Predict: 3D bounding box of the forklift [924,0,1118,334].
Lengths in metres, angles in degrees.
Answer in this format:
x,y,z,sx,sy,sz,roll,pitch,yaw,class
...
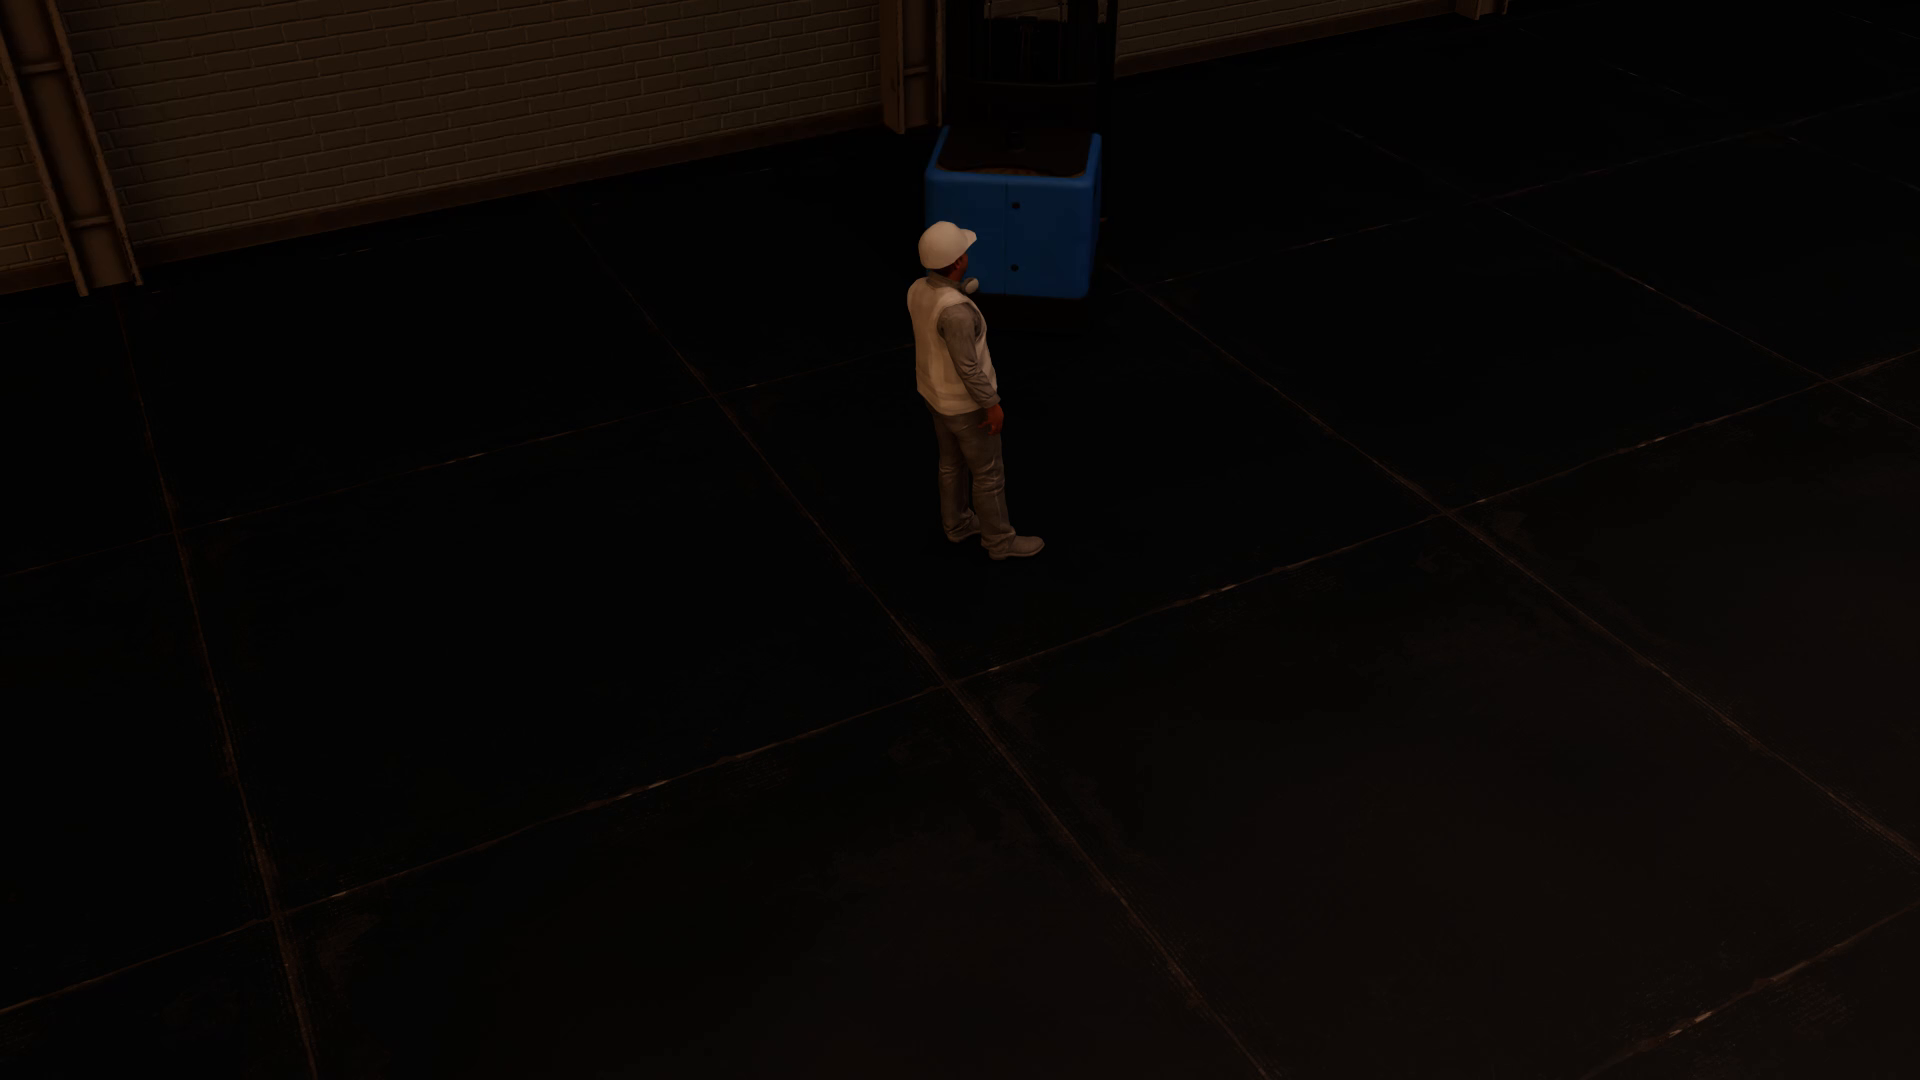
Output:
x,y,z,sx,sy,sz,roll,pitch,yaw,class
0.485,-3.318,10.817,1.130,2.935,3.031,5,36,6,forklift

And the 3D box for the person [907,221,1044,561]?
x,y,z,sx,sy,sz,roll,pitch,yaw,class
0.058,-0.744,8.164,0.568,1.774,0.633,-17,39,-23,person
